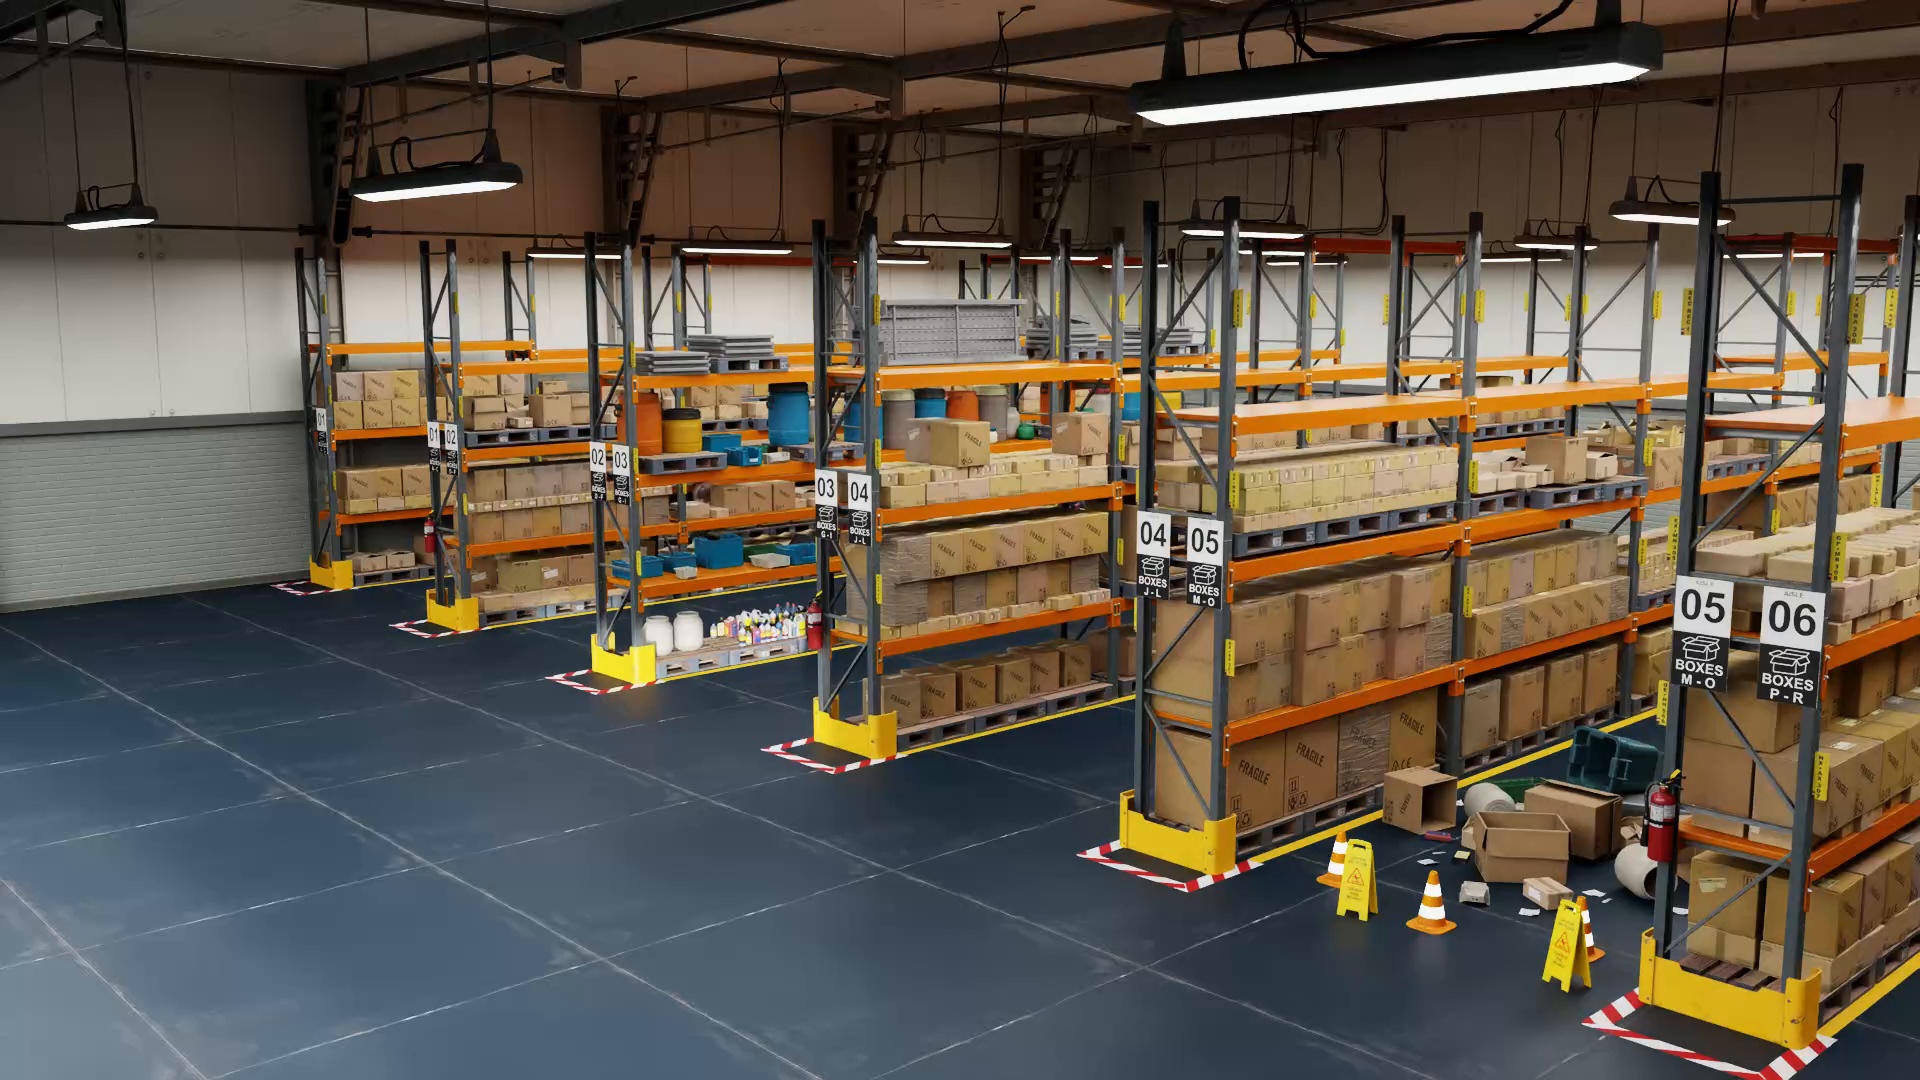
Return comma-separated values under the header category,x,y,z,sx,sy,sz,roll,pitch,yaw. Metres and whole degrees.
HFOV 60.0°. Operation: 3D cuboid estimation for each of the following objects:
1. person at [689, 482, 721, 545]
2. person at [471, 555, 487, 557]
category,x,y,z,sx,sy,sz,roll,pitch,yaw
person,-5.046,-0.477,32.690,0.711,1.765,0.880,7,11,41
person,-8.142,0.215,27.943,0.751,1.716,0.723,-8,12,-43
